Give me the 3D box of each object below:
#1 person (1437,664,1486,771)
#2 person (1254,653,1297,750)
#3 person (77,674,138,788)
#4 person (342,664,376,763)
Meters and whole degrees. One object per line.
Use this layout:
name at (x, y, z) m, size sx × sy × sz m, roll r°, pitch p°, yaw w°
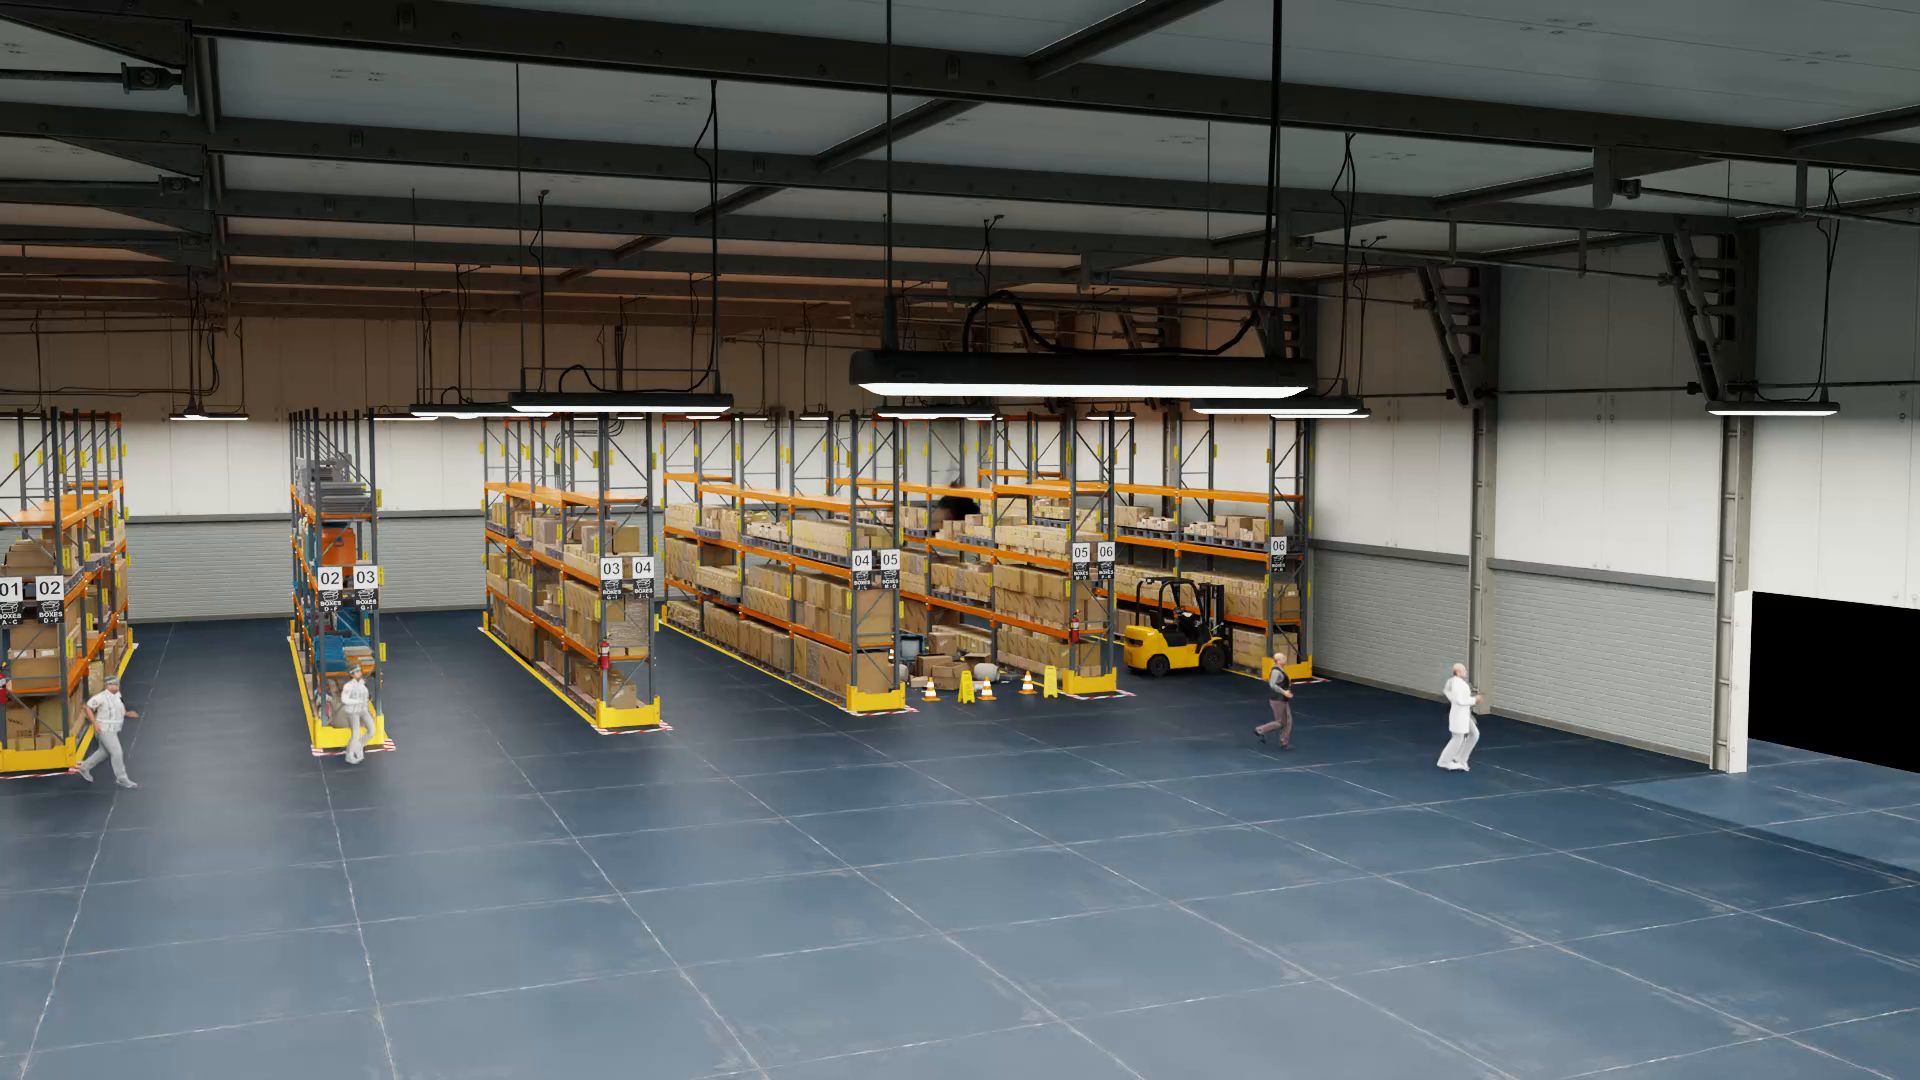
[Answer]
person at (8.248, 3.028, 27.330) m, size 0.755 × 1.621 × 0.688 m, roll 2°, pitch 4°, yaw 22°
person at (5.556, 2.829, 29.203) m, size 0.752 × 1.695 × 0.657 m, roll 1°, pitch 4°, yaw 17°
person at (-13.464, 3.006, 26.229) m, size 0.963 × 1.789 × 0.613 m, roll 0°, pitch 4°, yaw -3°
person at (-10.124, 2.920, 28.045) m, size 0.567 × 1.679 × 0.630 m, roll 2°, pitch 4°, yaw 24°
